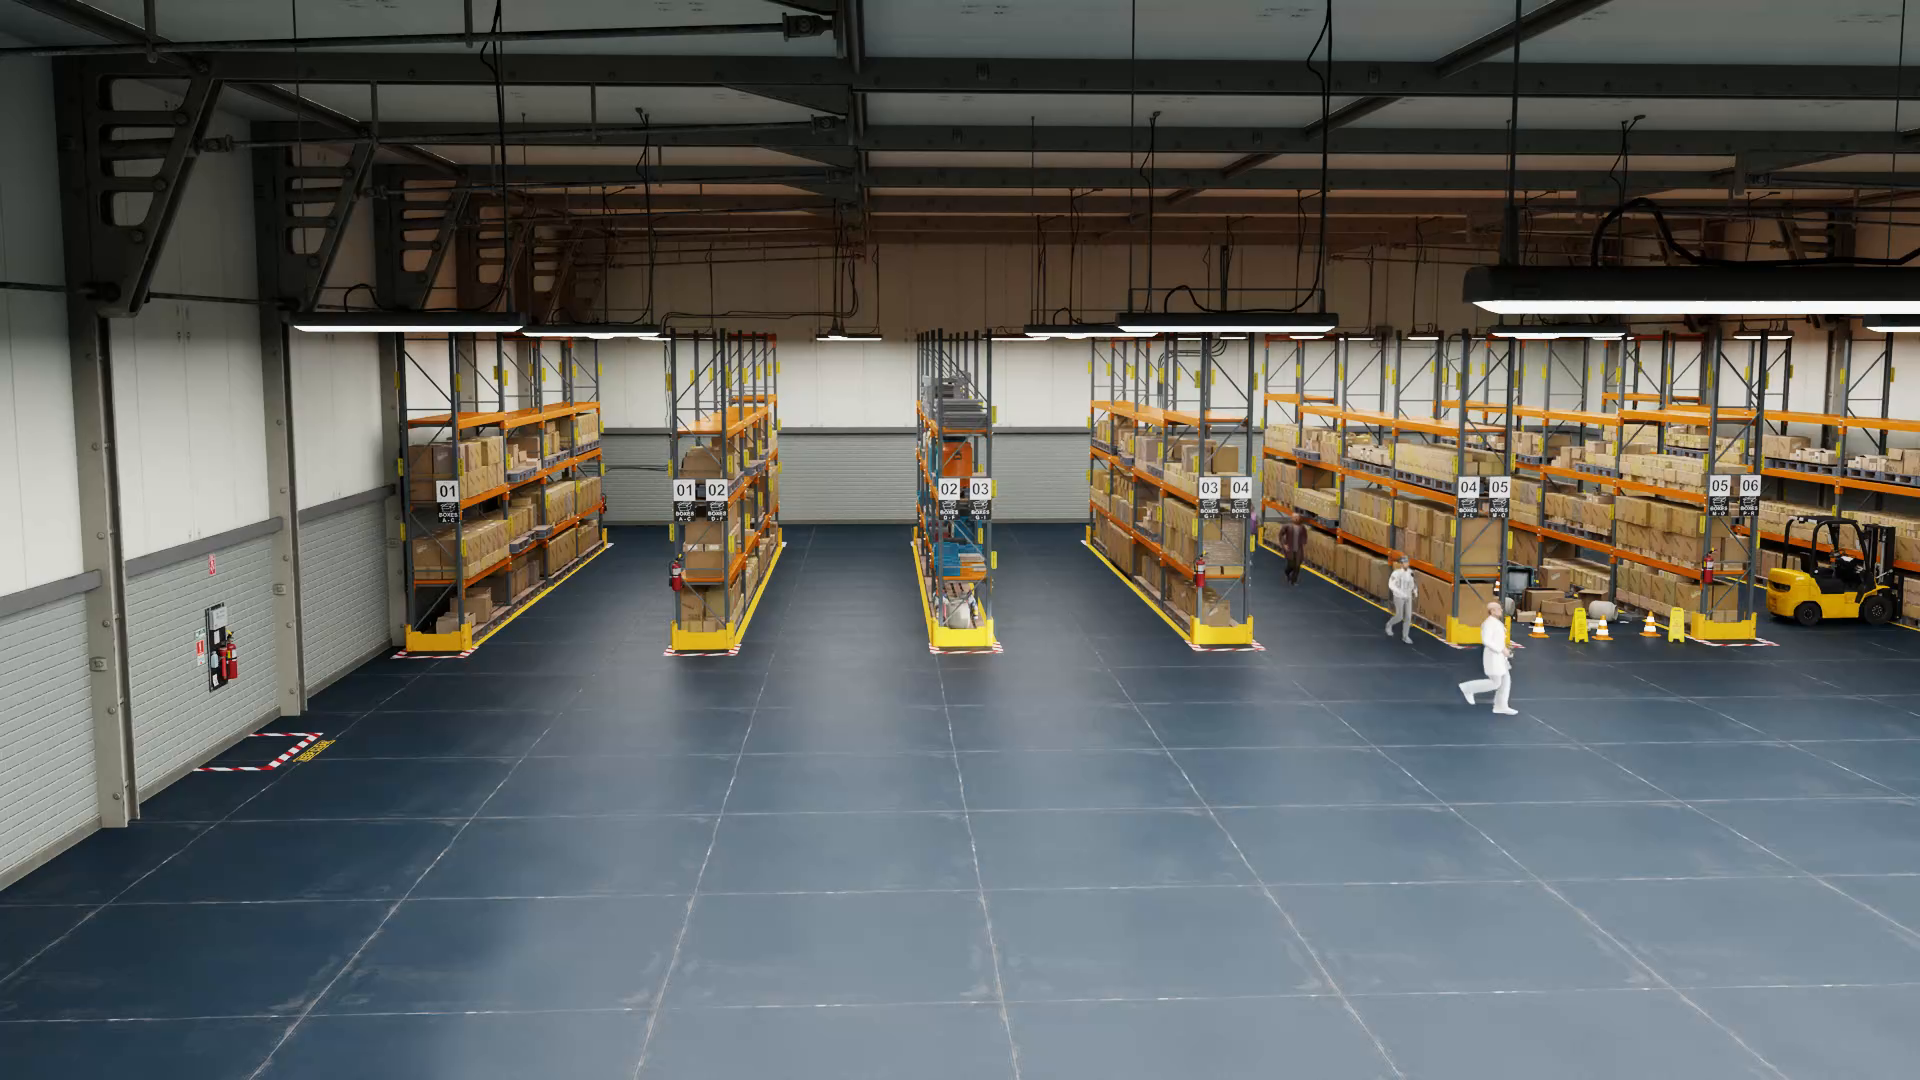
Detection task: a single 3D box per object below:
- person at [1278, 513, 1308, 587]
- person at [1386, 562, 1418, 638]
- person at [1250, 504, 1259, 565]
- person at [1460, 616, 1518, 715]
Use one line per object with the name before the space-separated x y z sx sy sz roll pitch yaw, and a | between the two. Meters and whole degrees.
person | 7.900 0.224 39.413 0.703 1.743 0.630 0 7 -3
person | 8.541 1.099 32.120 0.642 1.571 0.628 -2 7 -18
person | 7.550 -0.156 43.352 0.496 1.549 0.805 0 7 1
person | 8.241 1.931 25.831 0.877 1.548 0.711 3 7 25
